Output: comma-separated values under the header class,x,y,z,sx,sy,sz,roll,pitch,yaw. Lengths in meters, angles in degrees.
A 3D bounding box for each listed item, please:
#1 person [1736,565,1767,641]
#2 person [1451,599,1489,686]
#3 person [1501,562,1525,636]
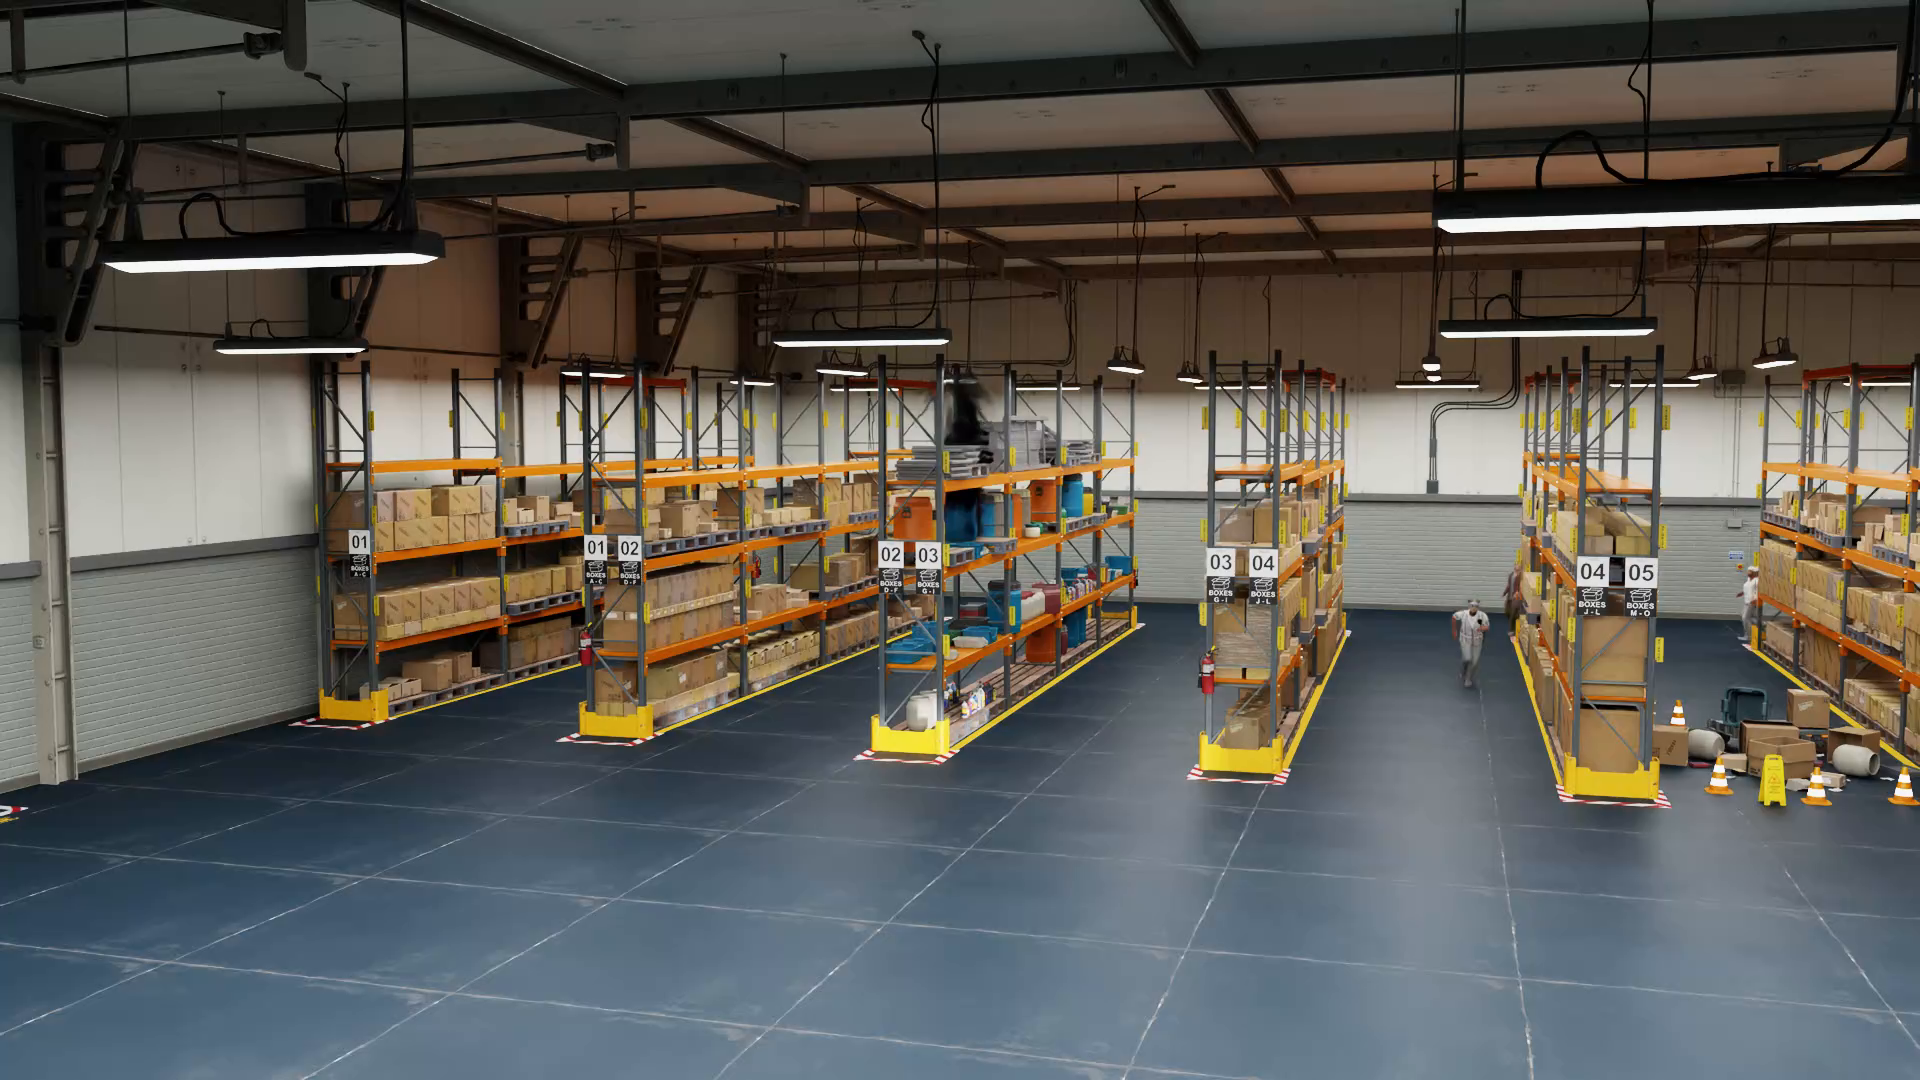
class,x,y,z,sx,sy,sz,roll,pitch,yaw
person,18.079,1.436,37.845,0.687,1.728,0.699,0,4,5
person,9.583,1.922,31.201,0.648,1.694,0.813,1,4,7
person,13.062,1.361,38.934,0.678,1.736,0.710,-2,5,-28
